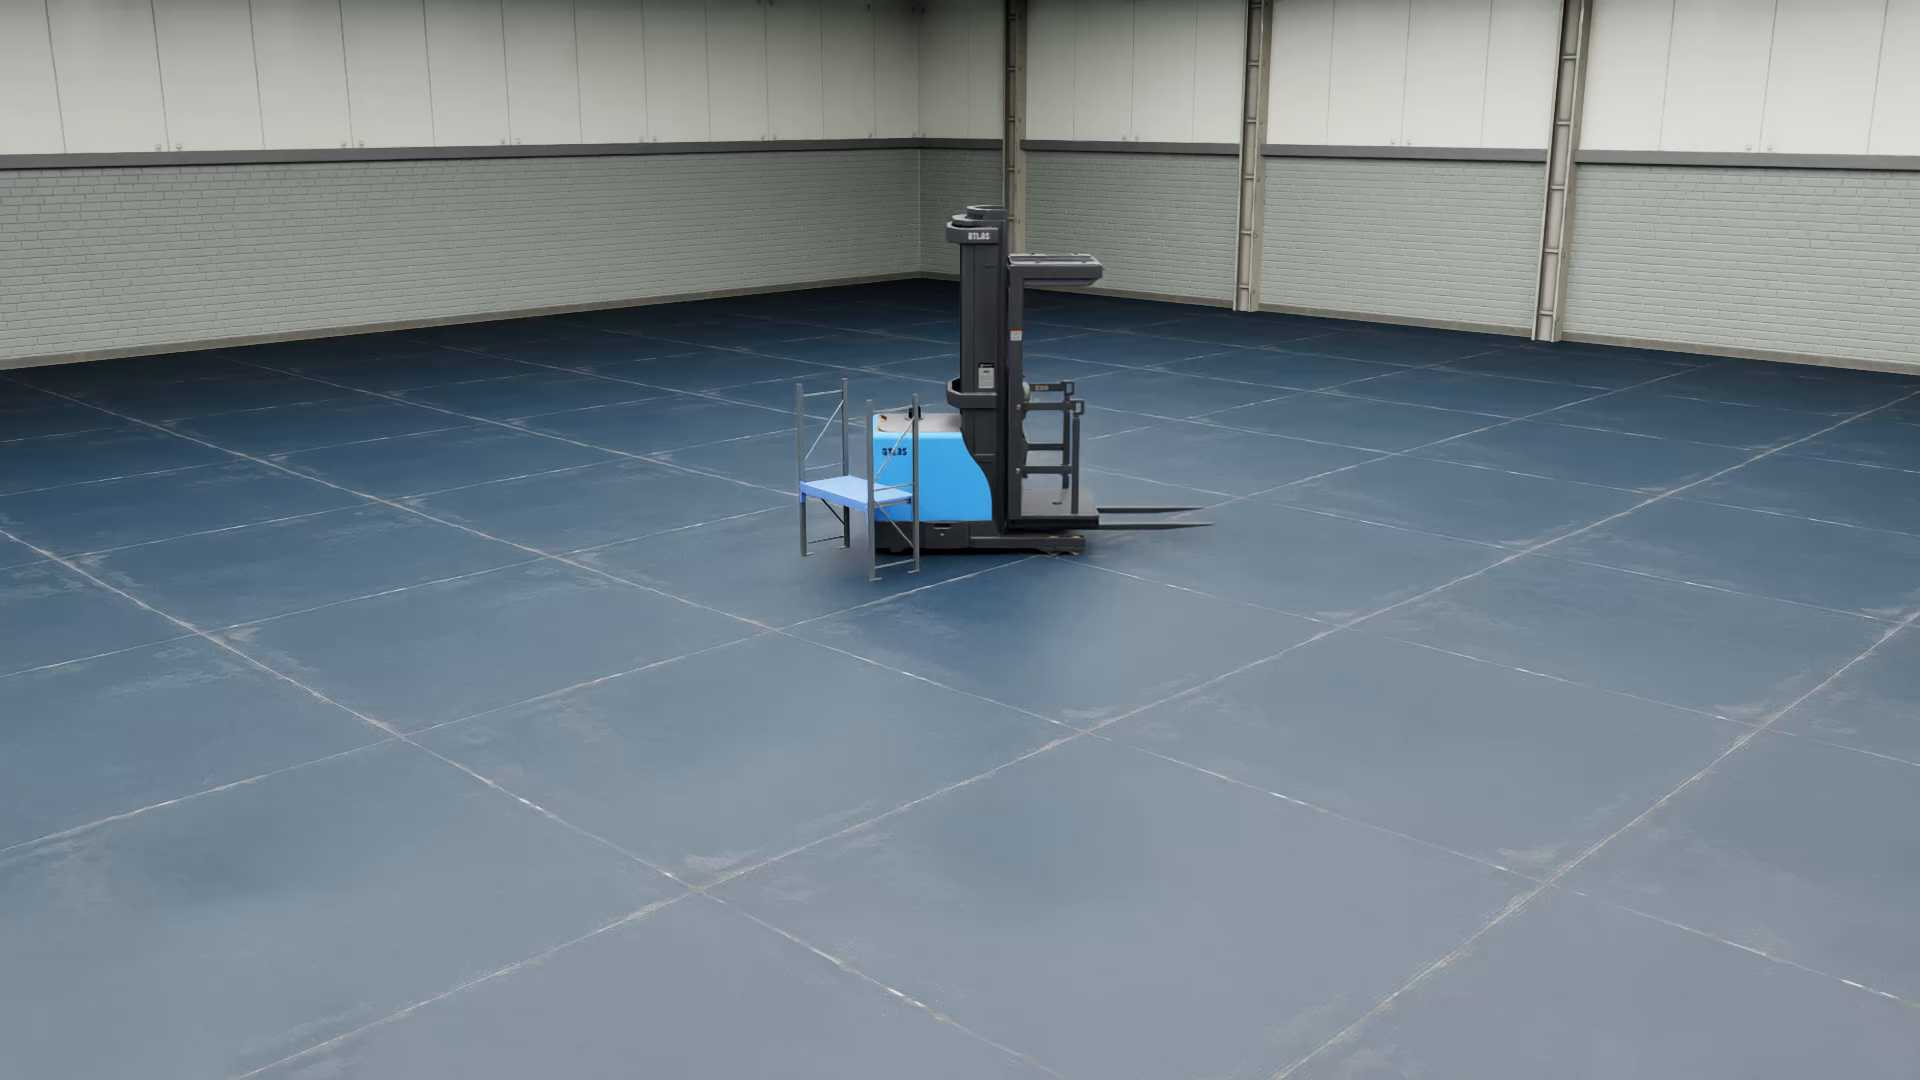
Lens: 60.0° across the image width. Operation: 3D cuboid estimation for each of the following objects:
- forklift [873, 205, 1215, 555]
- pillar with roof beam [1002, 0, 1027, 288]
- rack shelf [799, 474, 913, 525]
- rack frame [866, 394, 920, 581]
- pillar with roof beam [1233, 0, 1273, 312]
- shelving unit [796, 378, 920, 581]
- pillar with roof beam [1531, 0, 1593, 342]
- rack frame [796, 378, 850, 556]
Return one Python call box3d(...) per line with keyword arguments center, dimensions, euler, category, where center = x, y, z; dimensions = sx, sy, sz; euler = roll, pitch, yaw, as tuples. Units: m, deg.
box3d(center=(0.717, -1.419, 14.563), dimensions=(3.031, 2.935, 1.130), euler=(0, 15, -1), category="forklift")
box3d(center=(-1.843, -9.010, 31.665), dimensions=(0.400, 9.000, 9.100), euler=(14, 20, 42), category="pillar with roof beam")
box3d(center=(-0.861, -0.354, 14.028), dimensions=(0.538, 0.185, 1.000), euler=(-11, 18, -37), category="rack shelf")
box3d(center=(-0.545, -0.427, 13.598), dimensions=(0.500, 1.500, 0.032), euler=(-11, 18, -37), category="rack frame")
box3d(center=(2.476, -7.960, 27.635), dimensions=(0.400, 9.000, 9.100), euler=(14, 20, 42), category="pillar with roof beam")
box3d(center=(-0.861, -0.528, 13.983), dimensions=(0.538, 1.500, 1.048), euler=(-11, 18, -37), category="shelving unit")
box3d(center=(6.795, -6.910, 23.605), dimensions=(0.400, 9.000, 9.100), euler=(14, 20, 42), category="pillar with roof beam")
box3d(center=(-1.177, -0.628, 14.368), dimensions=(0.500, 1.500, 0.032), euler=(-11, 18, -37), category="rack frame")
